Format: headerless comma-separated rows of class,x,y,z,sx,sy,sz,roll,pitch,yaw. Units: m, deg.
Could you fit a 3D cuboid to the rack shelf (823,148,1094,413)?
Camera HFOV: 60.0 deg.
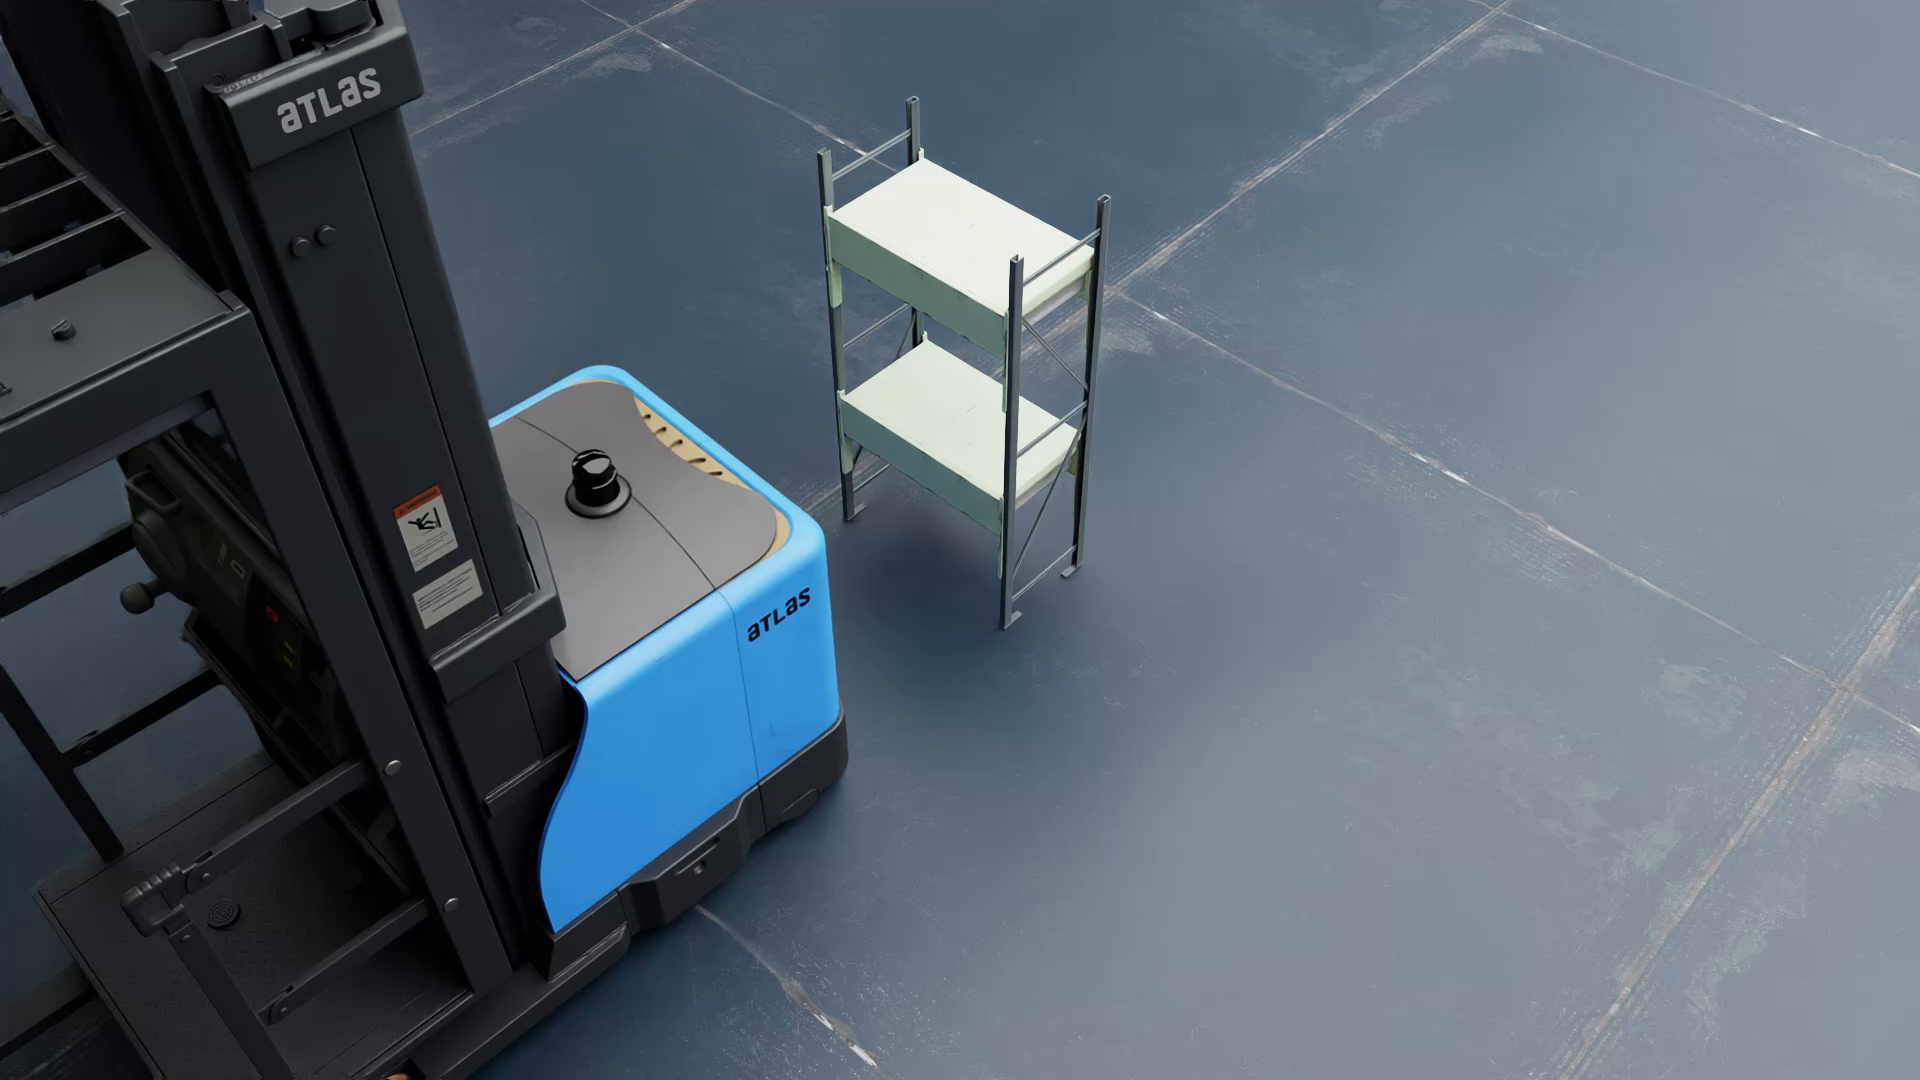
rack shelf,0.005,-0.777,4.916,0.720,0.370,0.431,34,55,28

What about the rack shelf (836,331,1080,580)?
rack shelf,0.005,-0.287,5.438,0.720,0.370,0.431,34,55,28

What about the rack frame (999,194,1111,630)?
rack frame,0.274,-0.329,5.030,0.023,1.500,0.400,34,55,28

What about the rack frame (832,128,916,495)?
rack frame,-0.263,-0.692,5.371,0.010,1.308,0.380,34,55,28

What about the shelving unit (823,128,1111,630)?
shelving unit,0.007,-0.508,5.199,0.748,1.500,0.431,34,55,28
